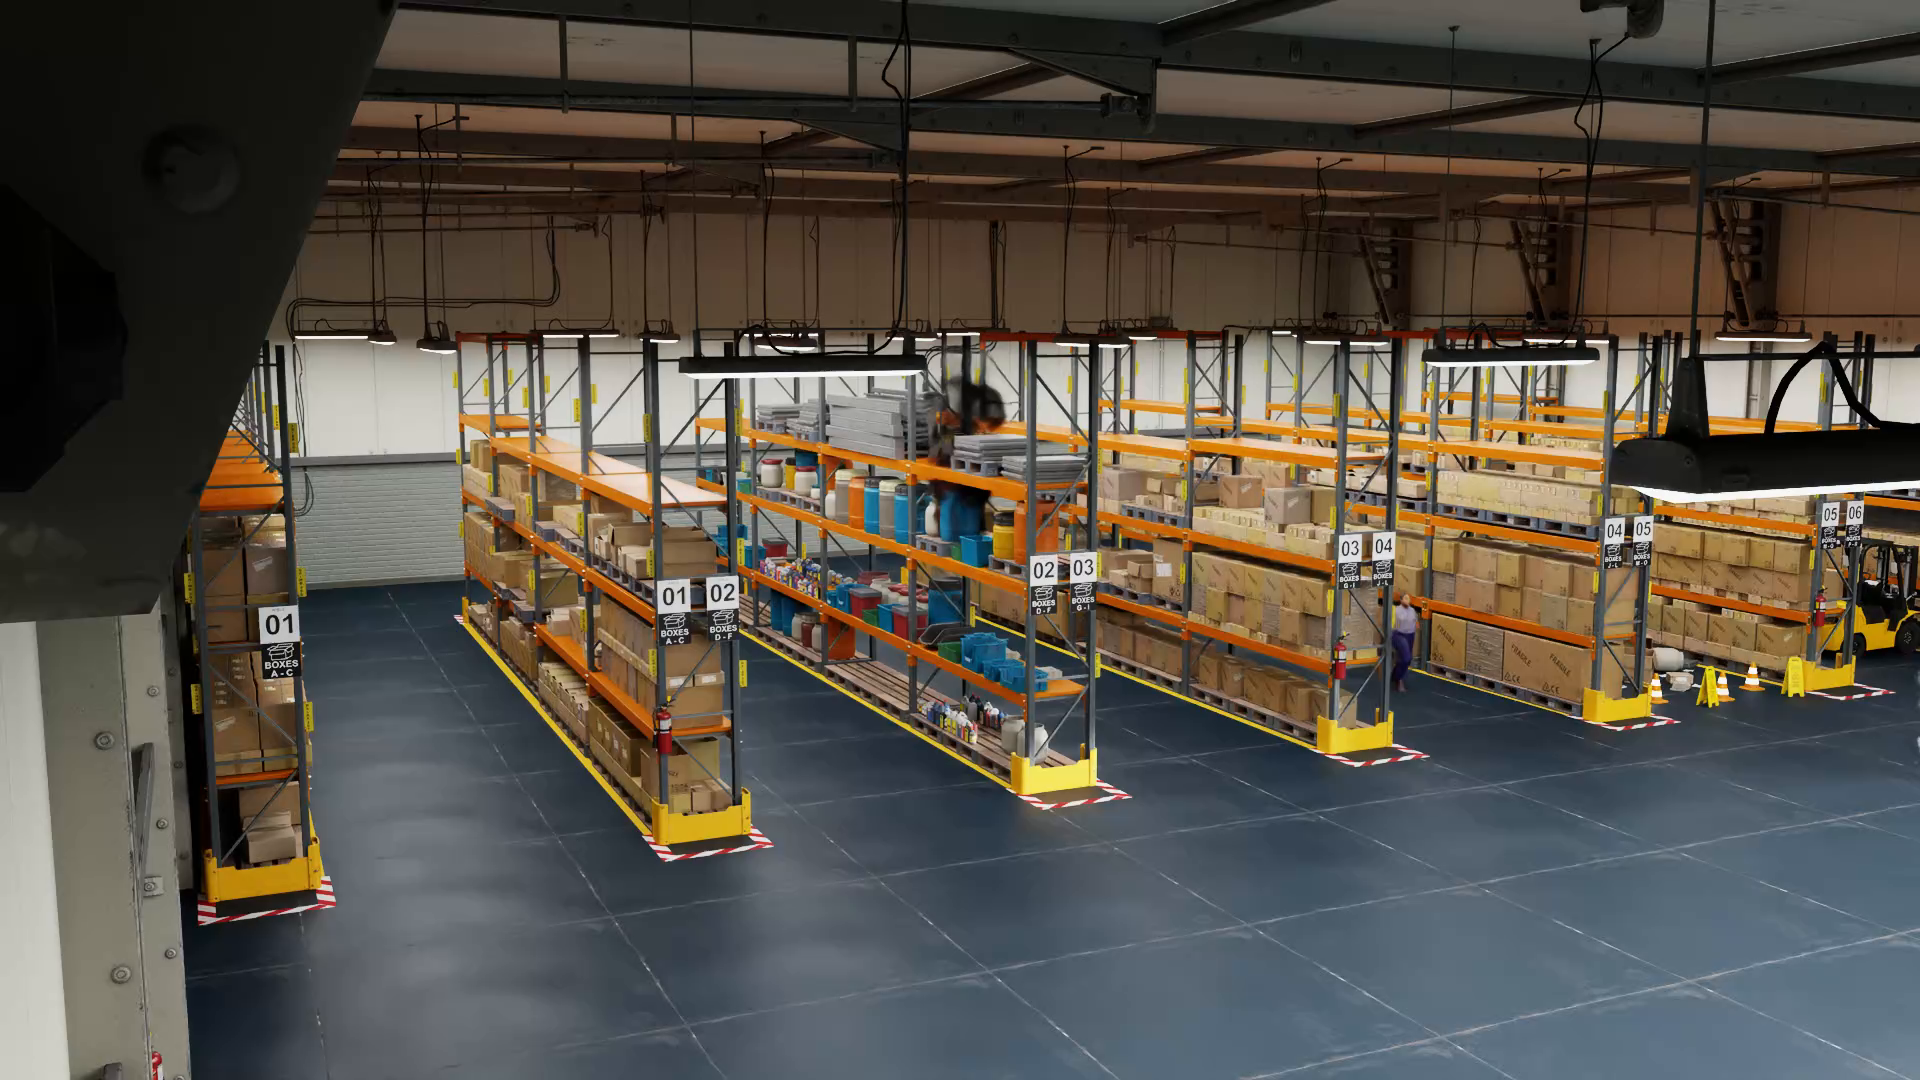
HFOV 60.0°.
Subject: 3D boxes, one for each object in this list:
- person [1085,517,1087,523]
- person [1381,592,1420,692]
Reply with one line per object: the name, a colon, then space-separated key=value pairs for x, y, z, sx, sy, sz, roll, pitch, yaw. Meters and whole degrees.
person: x=3.349 y=-0.127 z=41.919 sx=0.732 sy=1.652 sz=0.702 roll=-1 pitch=8 yaw=-5
person: x=7.534 y=1.726 z=28.257 sx=0.575 sy=1.689 sz=0.711 roll=-4 pitch=9 yaw=-29
